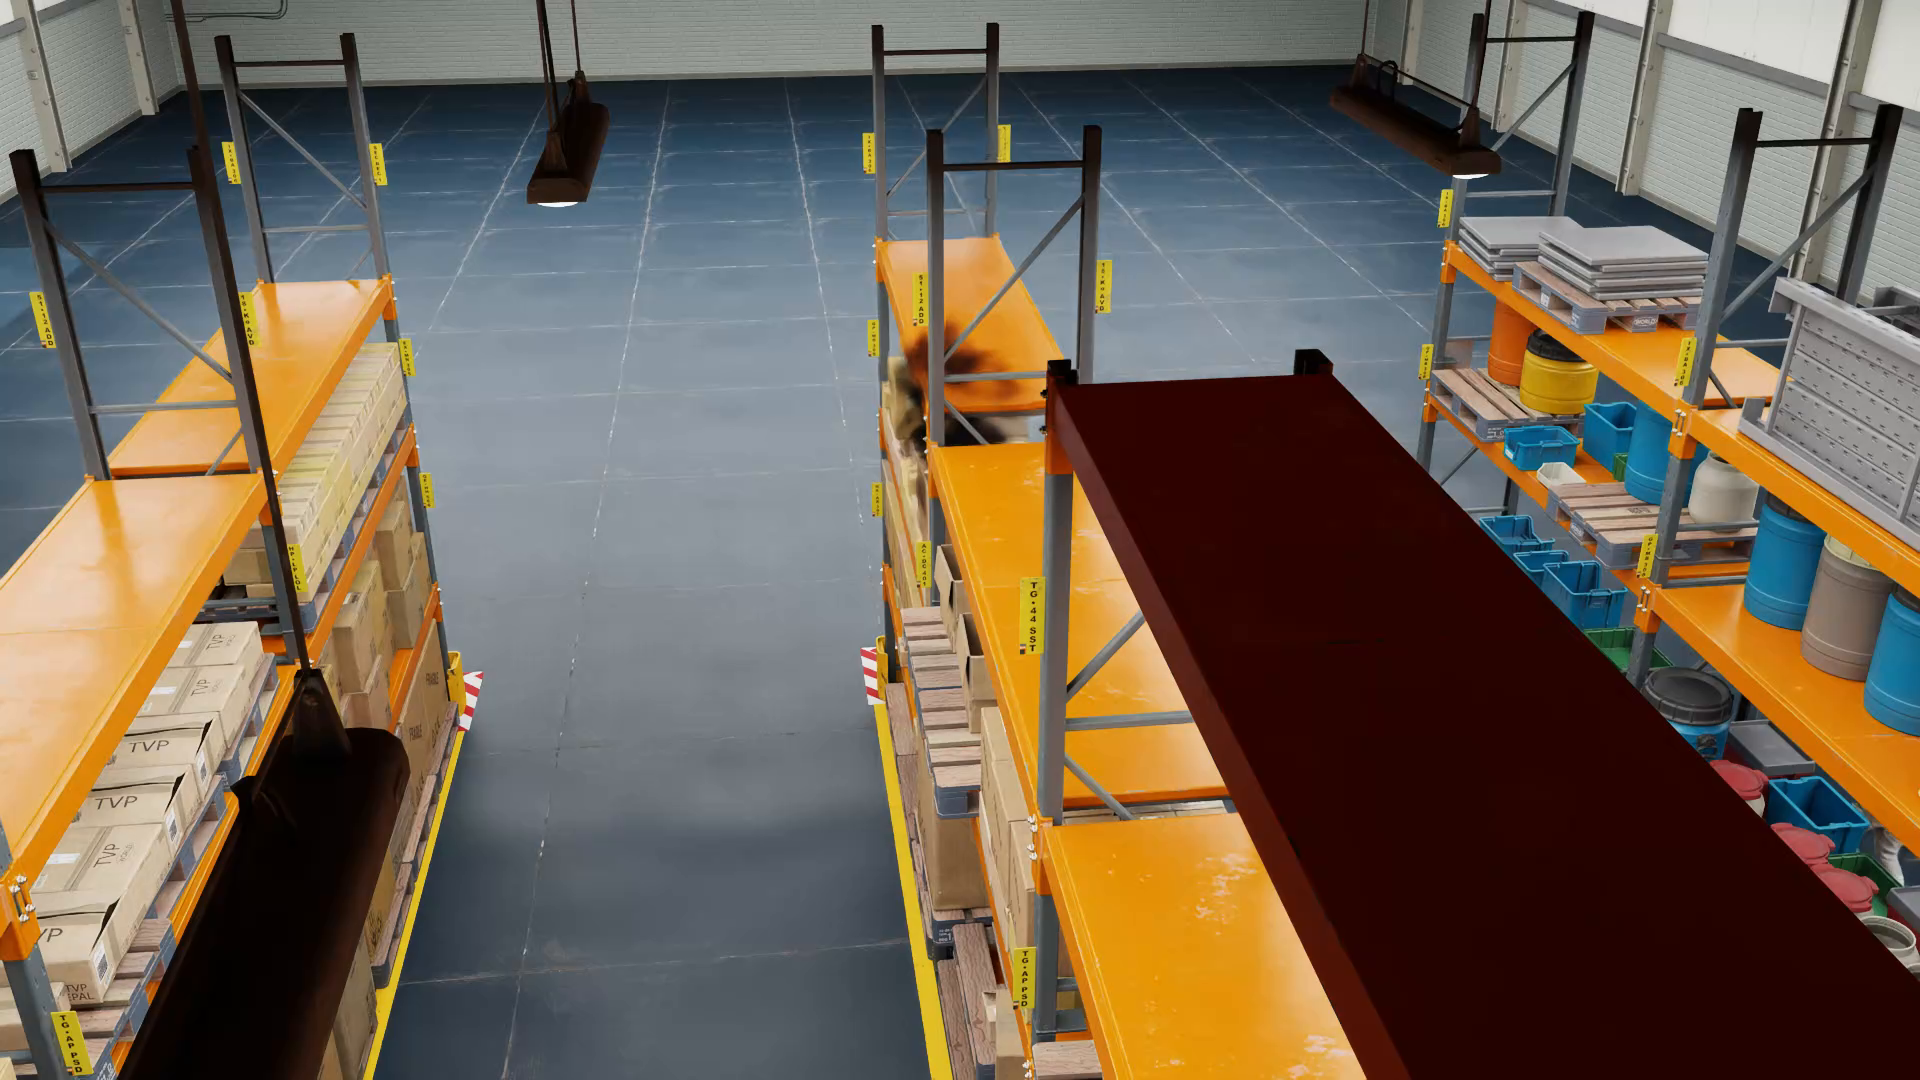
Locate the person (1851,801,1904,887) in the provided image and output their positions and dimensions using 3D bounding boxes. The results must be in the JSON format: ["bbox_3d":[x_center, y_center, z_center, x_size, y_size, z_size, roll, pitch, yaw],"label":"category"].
[{"bbox_3d":[6.812,1.986,12.267,0.632,1.823,0.705,-6,26,-13],"label":"person"}]
